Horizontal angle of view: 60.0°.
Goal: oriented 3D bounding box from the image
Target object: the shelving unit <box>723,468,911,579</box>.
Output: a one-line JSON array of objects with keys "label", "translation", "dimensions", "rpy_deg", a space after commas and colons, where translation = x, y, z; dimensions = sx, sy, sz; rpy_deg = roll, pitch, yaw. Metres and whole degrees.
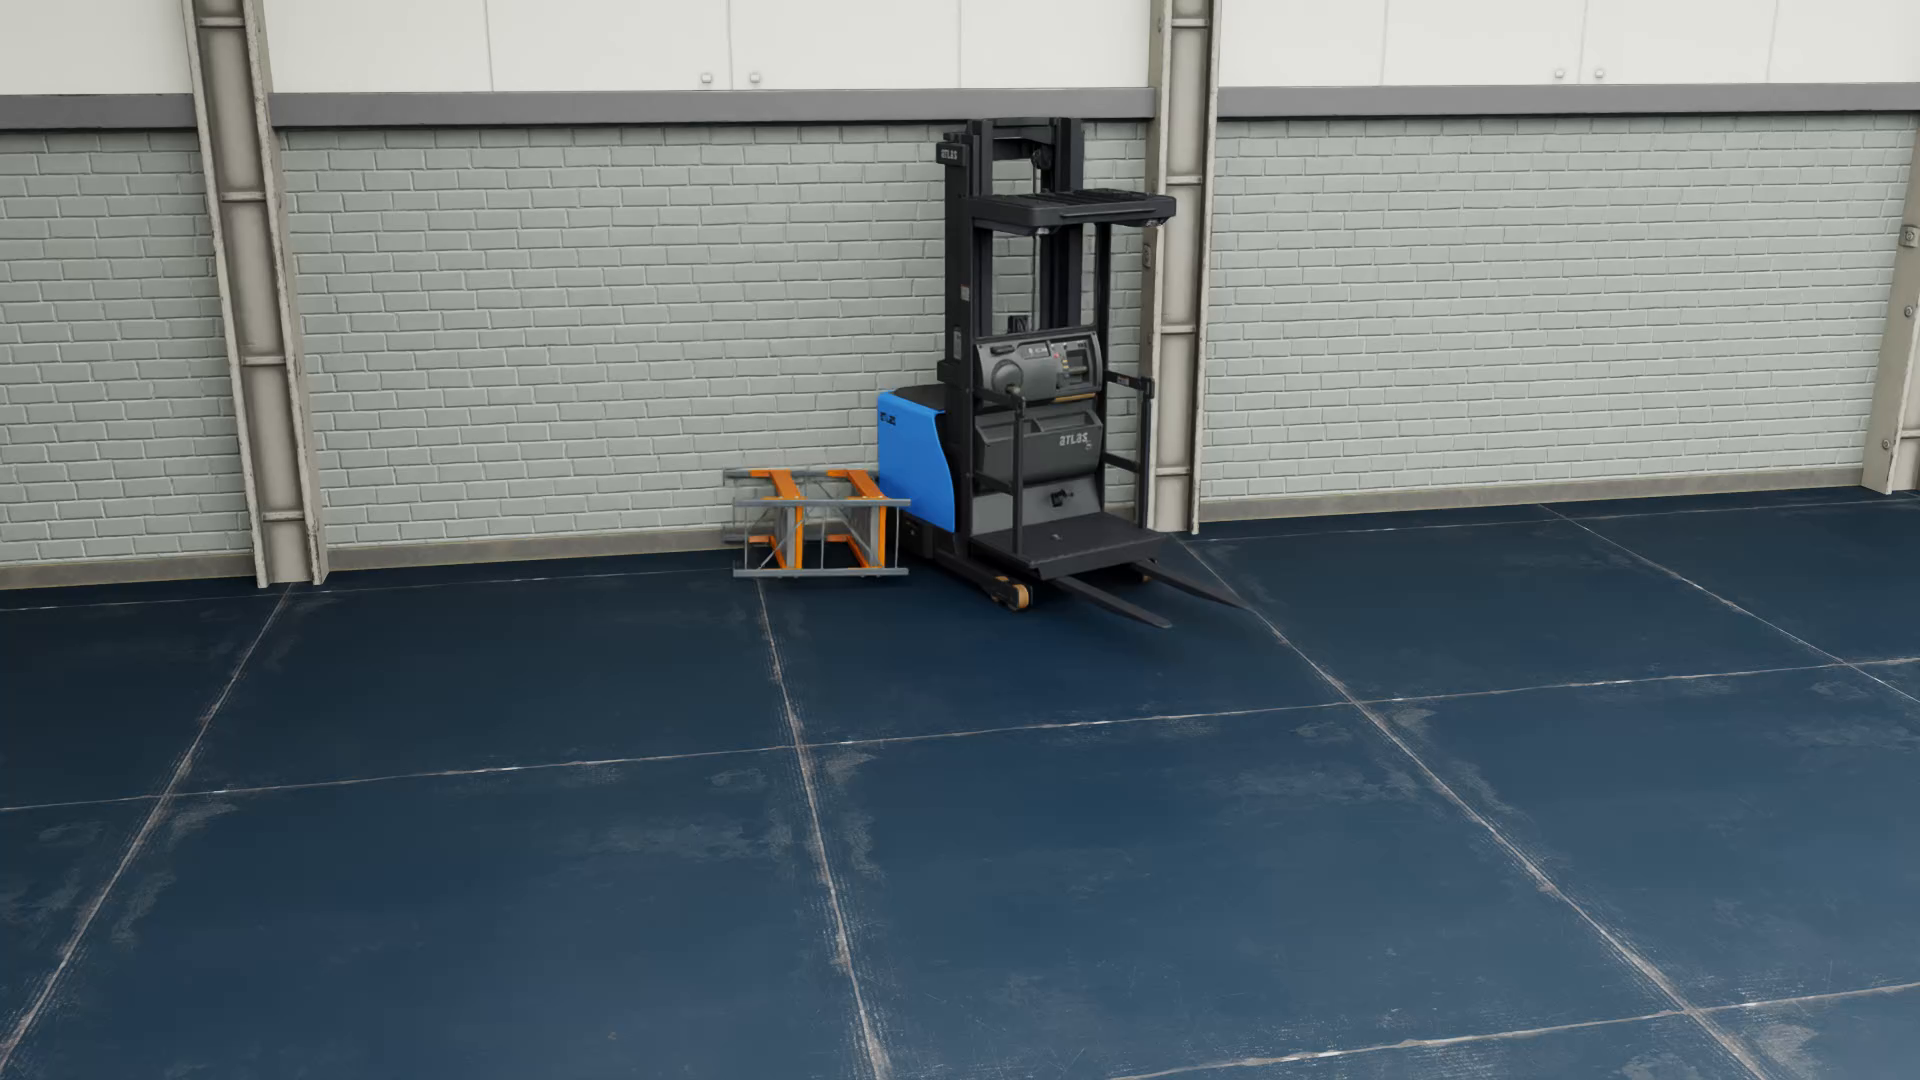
[{"label": "shelving unit", "translation": [-0.982, -0.128, 11.109], "dimensions": [1.125, 0.538, 1.048], "rpy_deg": [0, 13, -12]}]

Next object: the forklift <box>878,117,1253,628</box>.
[{"label": "forklift", "translation": [0.629, -1.118, 10.460], "dimensions": [1.130, 2.935, 3.031], "rpy_deg": [-11, 20, -31]}]

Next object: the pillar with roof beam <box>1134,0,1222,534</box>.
[{"label": "pillar with roof beam", "translation": [2.312, -3.139, 6.706], "dimensions": [0.400, 9.000, 9.100], "rpy_deg": [-3, 17, -10]}]

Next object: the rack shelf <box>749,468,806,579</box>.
[{"label": "rack shelf", "translation": [-1.221, -0.126, 11.059], "dimensions": [0.278, 0.538, 1.000], "rpy_deg": [0, 13, -12]}]

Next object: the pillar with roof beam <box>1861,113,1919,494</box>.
[{"label": "pillar with roof beam", "translation": [8.203, -3.473, 7.794], "dimensions": [0.400, 9.000, 9.100], "rpy_deg": [-3, 17, -10]}]

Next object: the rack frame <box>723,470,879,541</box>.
[{"label": "rack frame", "translation": [-1.084, -0.241, 11.594], "dimensions": [1.125, 0.500, 0.032], "rpy_deg": [0, 13, -12]}]

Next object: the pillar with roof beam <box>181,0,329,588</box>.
[{"label": "pillar with roof beam", "translation": [-3.579, -2.805, 5.618], "dimensions": [0.400, 9.000, 9.100], "rpy_deg": [-3, 17, -10]}]

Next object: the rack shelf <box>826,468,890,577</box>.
[{"label": "rack shelf", "translation": [-0.695, -0.130, 11.169], "dimensions": [0.278, 0.538, 1.000], "rpy_deg": [0, 13, -12]}]

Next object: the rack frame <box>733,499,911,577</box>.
[{"label": "rack frame", "translation": [-0.880, -0.015, 10.624], "dimensions": [1.125, 0.500, 0.032], "rpy_deg": [0, 13, -12]}]
